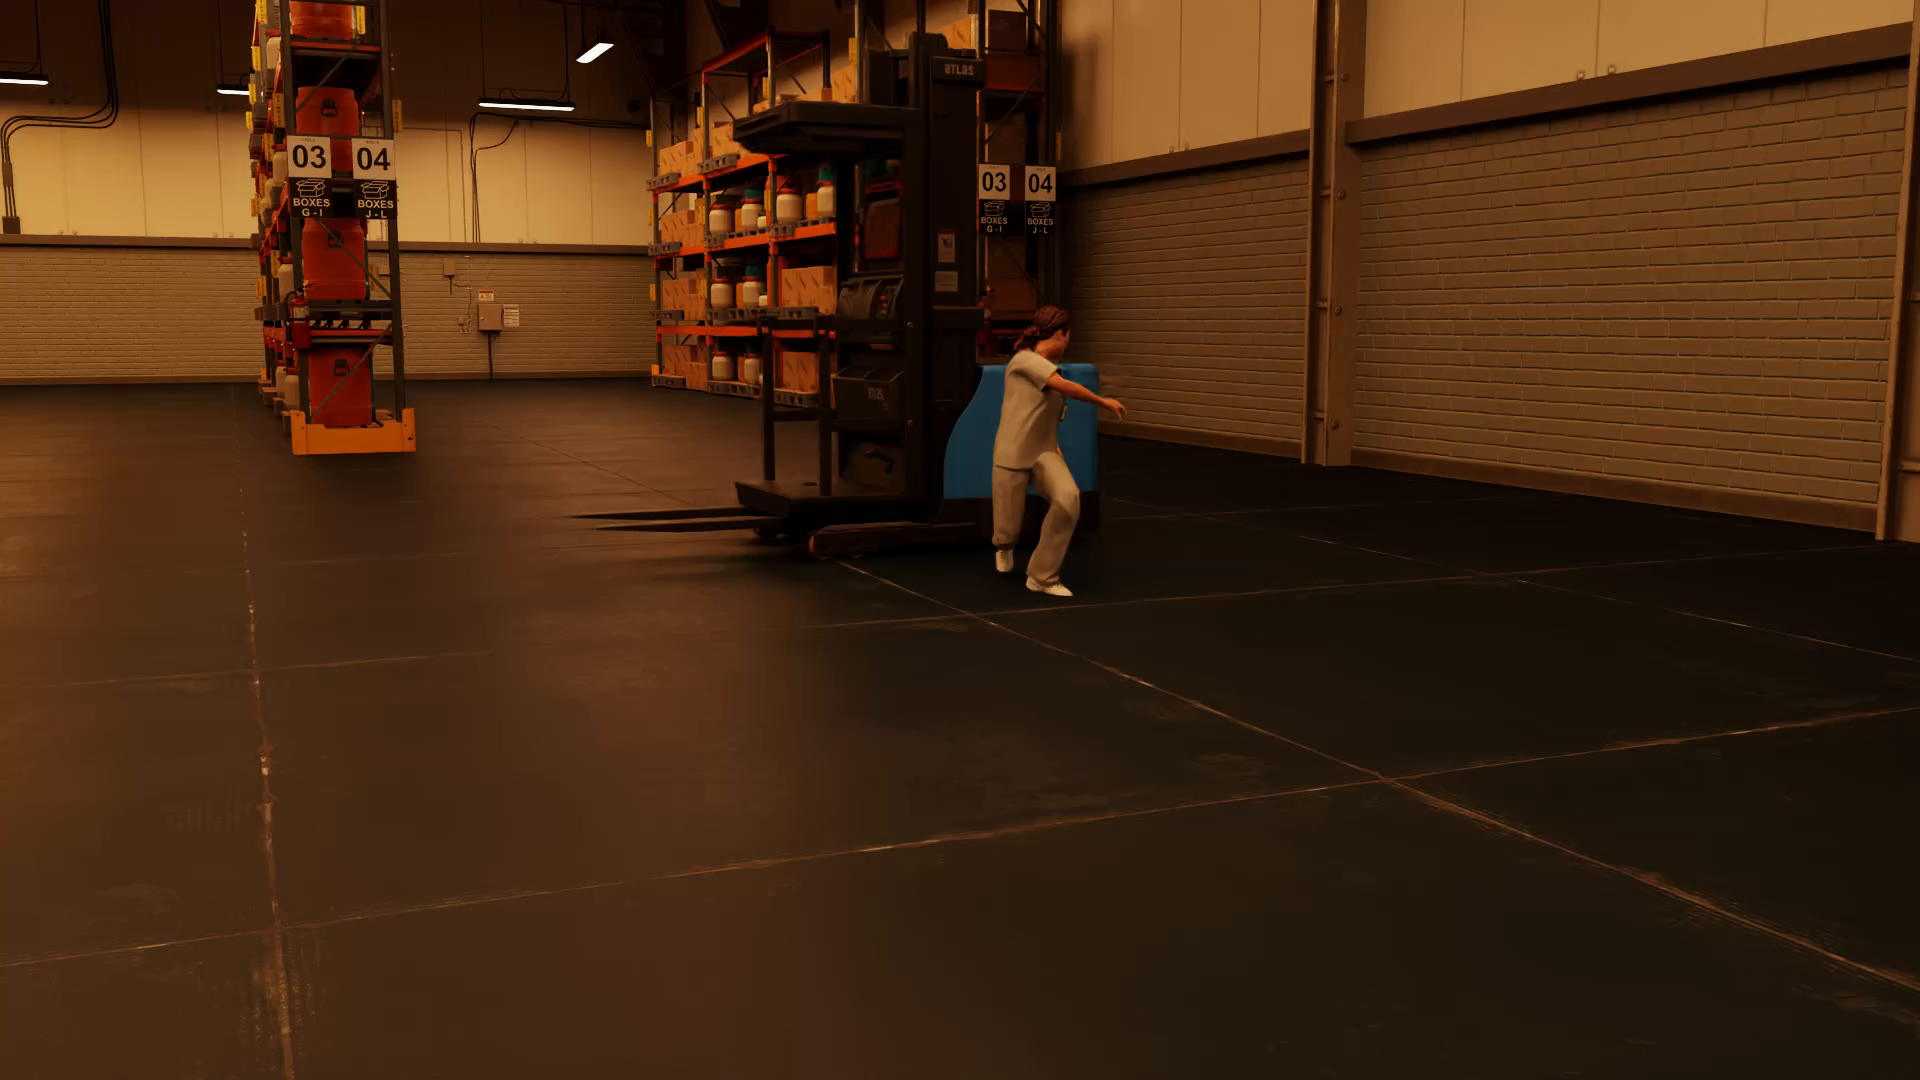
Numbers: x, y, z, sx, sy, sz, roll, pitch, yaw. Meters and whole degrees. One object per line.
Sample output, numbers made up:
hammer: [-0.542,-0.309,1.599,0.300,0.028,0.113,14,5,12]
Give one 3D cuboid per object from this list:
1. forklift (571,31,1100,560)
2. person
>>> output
forklift: [-0.716,-1.417,9.690,3.031,2.935,1.130,-3,8,-25]
person: [0.410,-0.456,8.395,0.608,1.448,0.920,-4,9,-30]
